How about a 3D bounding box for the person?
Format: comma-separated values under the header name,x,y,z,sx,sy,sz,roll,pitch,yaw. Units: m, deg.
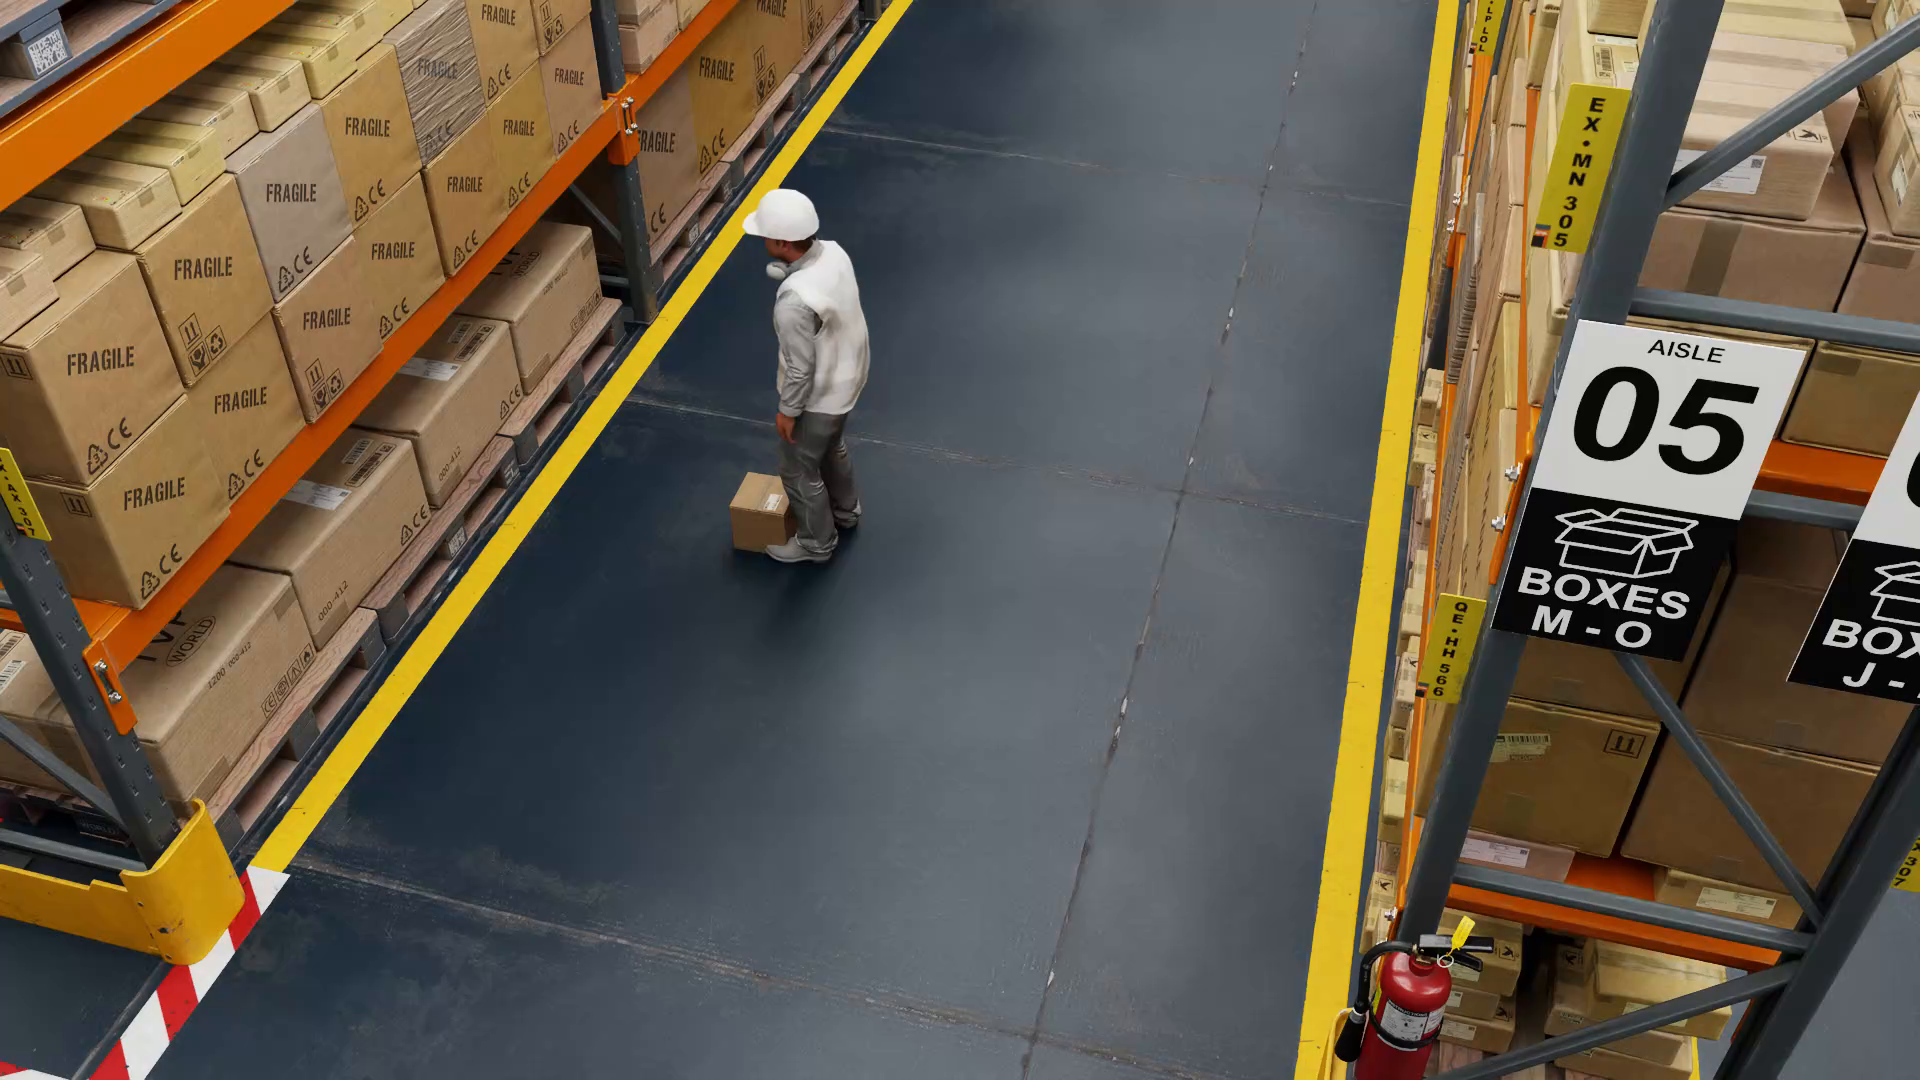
name,x,y,z,sx,sy,sz,roll,pitch,yaw
person,-0.607,-0.656,6.898,0.463,1.771,0.581,10,42,12
